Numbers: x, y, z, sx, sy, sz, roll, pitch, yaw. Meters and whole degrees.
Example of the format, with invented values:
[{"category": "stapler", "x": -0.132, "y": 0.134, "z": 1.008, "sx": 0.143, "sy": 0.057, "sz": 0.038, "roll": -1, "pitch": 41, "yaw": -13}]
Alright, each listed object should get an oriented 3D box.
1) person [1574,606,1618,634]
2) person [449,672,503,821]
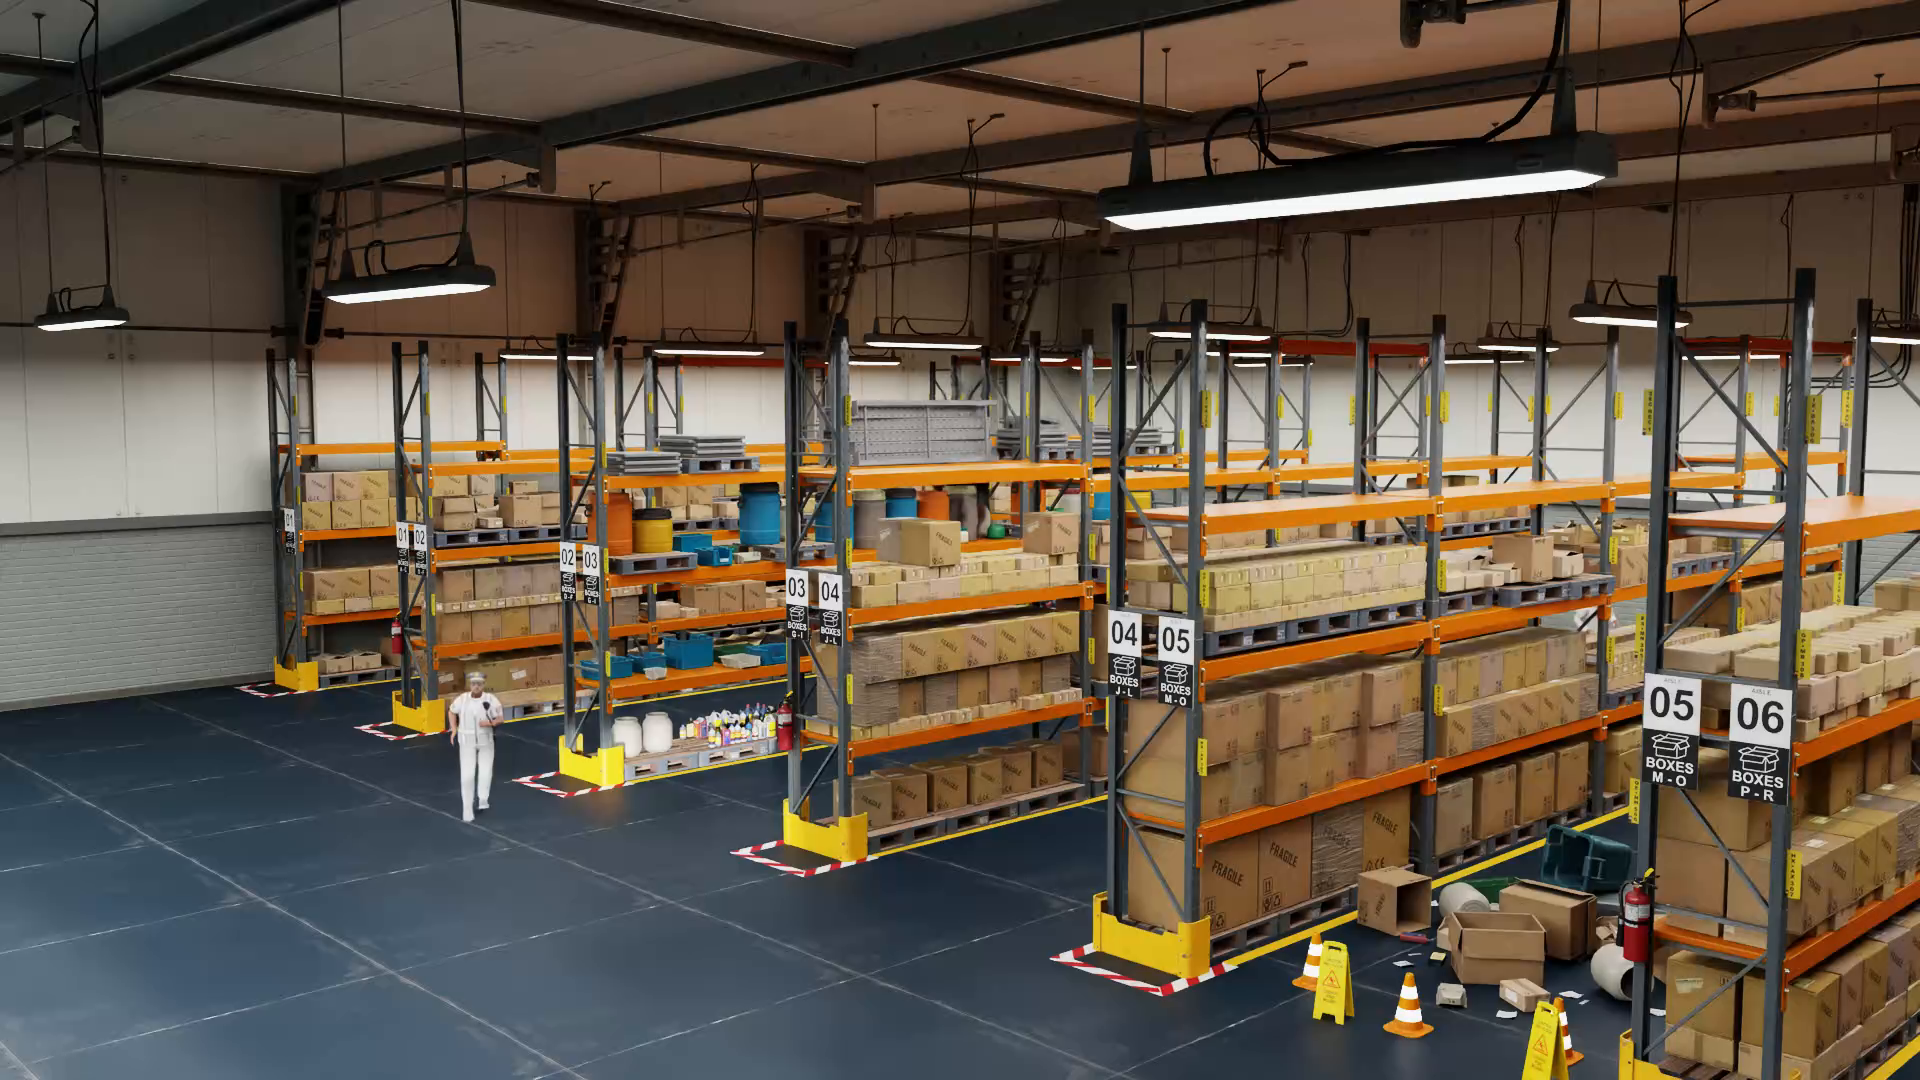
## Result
[{"category": "person", "x": 11.433, "y": 1.740, "z": 29.721, "sx": 0.715, "sy": 1.734, "sz": 0.666, "roll": -1, "pitch": 5, "yaw": -16}, {"category": "person", "x": -5.936, "y": 2.525, "z": 20.434, "sx": 0.632, "sy": 1.844, "sz": 0.764, "roll": -2, "pitch": 5, "yaw": -19}]
